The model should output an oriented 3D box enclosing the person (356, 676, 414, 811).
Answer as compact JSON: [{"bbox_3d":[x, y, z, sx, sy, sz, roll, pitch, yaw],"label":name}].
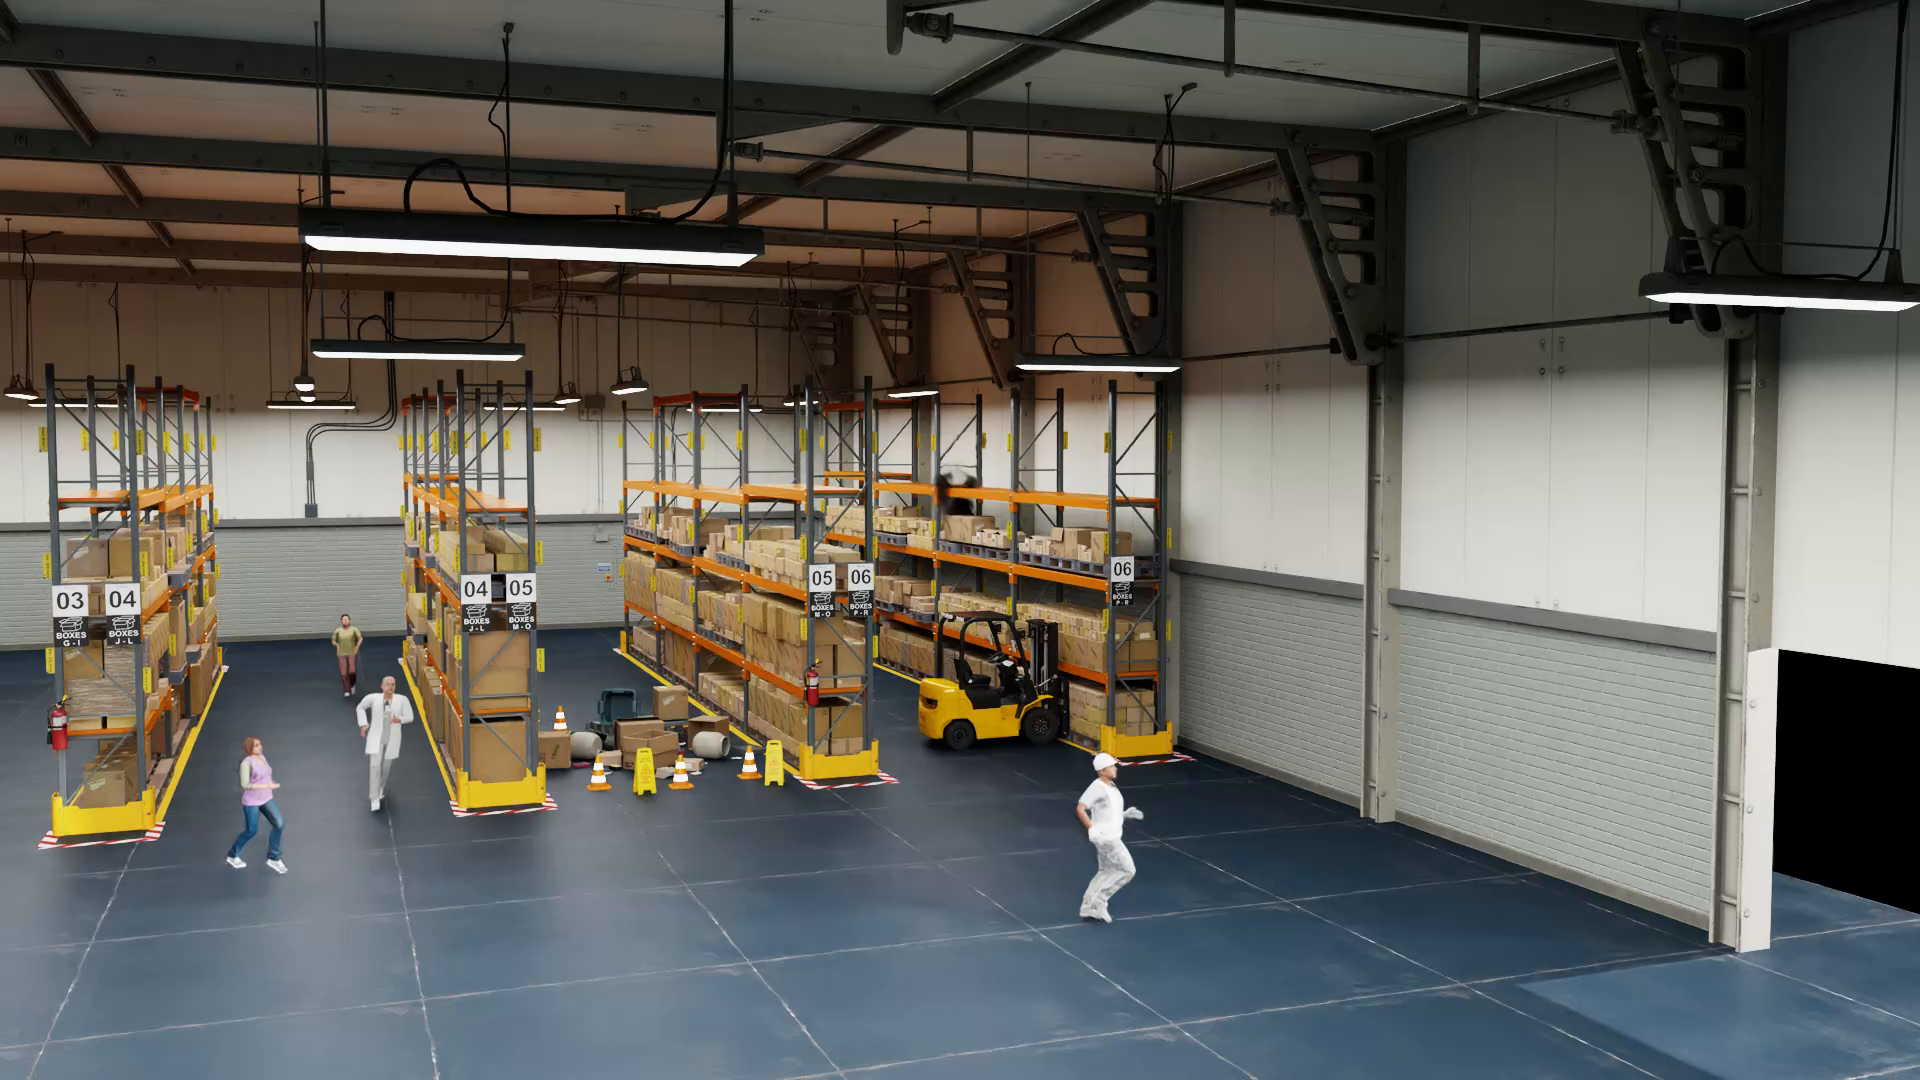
[{"bbox_3d":[-7.887,2.745,22.864,0.728,1.748,1.077,-2,4,-25],"label":"person"}]

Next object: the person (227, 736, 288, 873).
[{"bbox_3d":[-8.212,3.083,19.395,0.733,1.620,0.541,1,3,17],"label":"person"}]

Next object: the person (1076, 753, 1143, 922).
[{"bbox_3d":[1.572,3.094,17.310,0.657,1.744,0.662,1,3,12],"label":"person"}]

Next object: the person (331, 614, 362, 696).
[{"bbox_3d":[-12.045,2.270,32.670,0.571,1.625,0.537,-1,3,-17],"label":"person"}]
